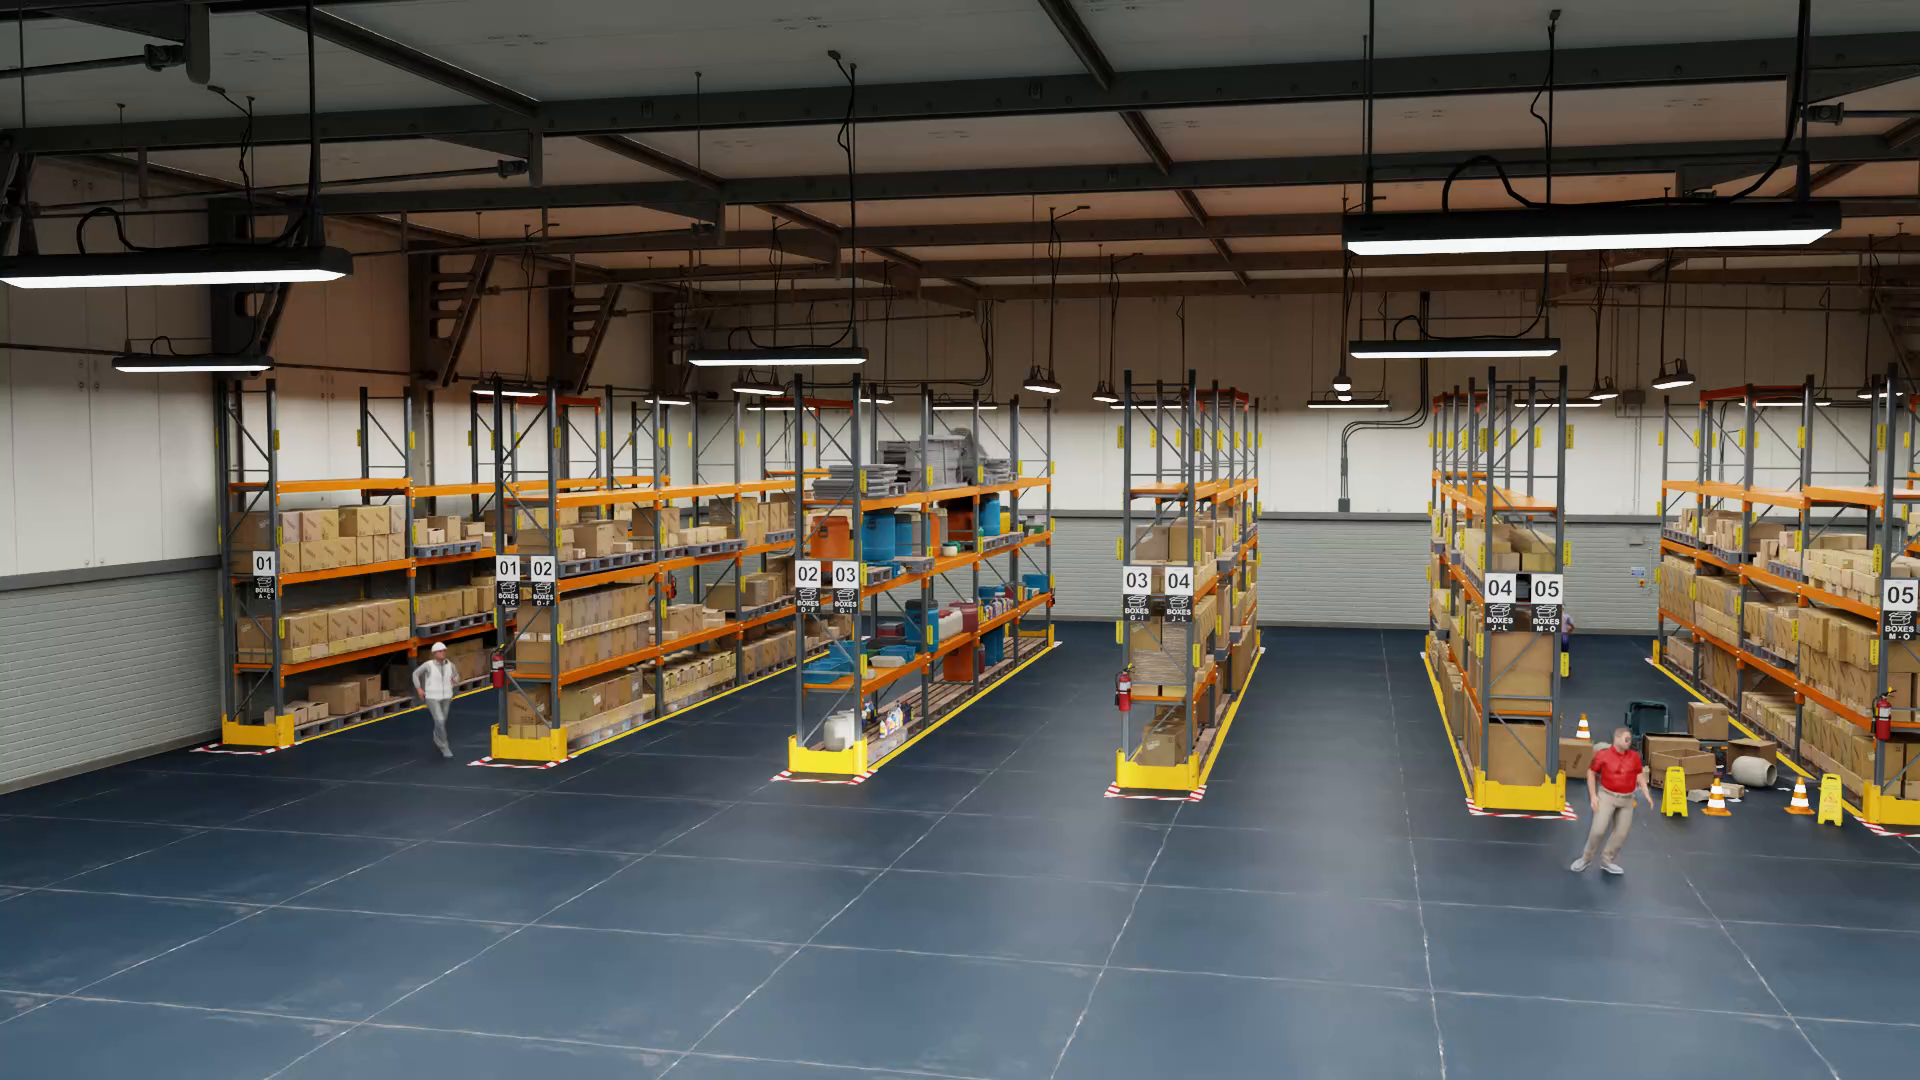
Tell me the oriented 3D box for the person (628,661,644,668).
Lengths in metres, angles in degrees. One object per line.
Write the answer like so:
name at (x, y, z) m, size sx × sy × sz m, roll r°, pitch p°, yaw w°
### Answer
person at (-7.064, 2.036, 35.798) m, size 0.734 × 1.636 × 0.883 m, roll -1°, pitch 3°, yaw -10°

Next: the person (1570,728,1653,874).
person at (7.489, 3.008, 19.098) m, size 0.804 × 1.703 × 0.601 m, roll -1°, pitch 3°, yaw -9°

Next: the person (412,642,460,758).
person at (-8.319, 2.528, 26.458) m, size 0.708 × 1.816 × 0.898 m, roll -3°, pitch 5°, yaw -42°

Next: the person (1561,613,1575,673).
person at (12.665, 2.120, 35.051) m, size 0.607 × 1.581 × 0.590 m, roll 0°, pitch 3°, yaw 1°
